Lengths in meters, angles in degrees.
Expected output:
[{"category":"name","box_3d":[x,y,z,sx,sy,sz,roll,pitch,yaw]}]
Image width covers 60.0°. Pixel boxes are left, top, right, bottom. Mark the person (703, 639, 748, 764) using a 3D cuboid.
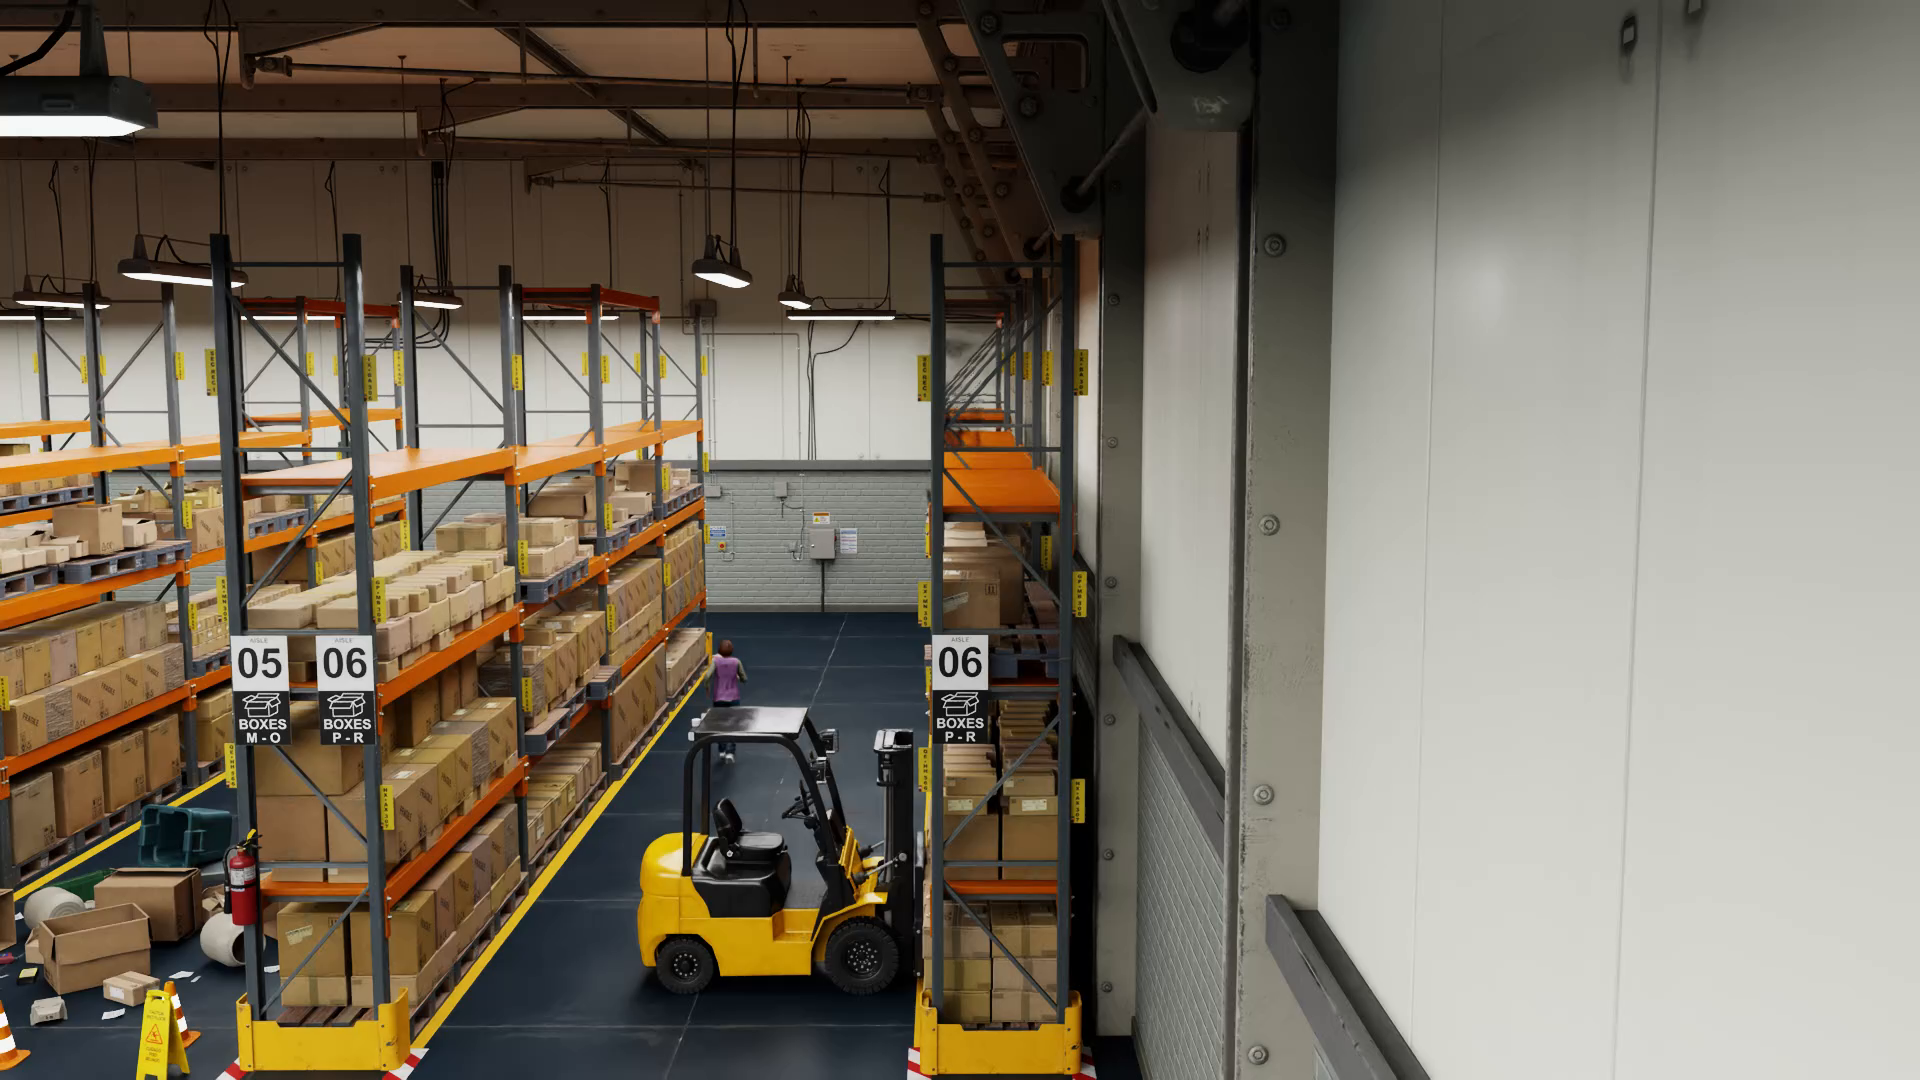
[{"category":"person","box_3d":[-2.946,2.037,20.943,0.535,1.601,0.860,0,6,-3]}]
